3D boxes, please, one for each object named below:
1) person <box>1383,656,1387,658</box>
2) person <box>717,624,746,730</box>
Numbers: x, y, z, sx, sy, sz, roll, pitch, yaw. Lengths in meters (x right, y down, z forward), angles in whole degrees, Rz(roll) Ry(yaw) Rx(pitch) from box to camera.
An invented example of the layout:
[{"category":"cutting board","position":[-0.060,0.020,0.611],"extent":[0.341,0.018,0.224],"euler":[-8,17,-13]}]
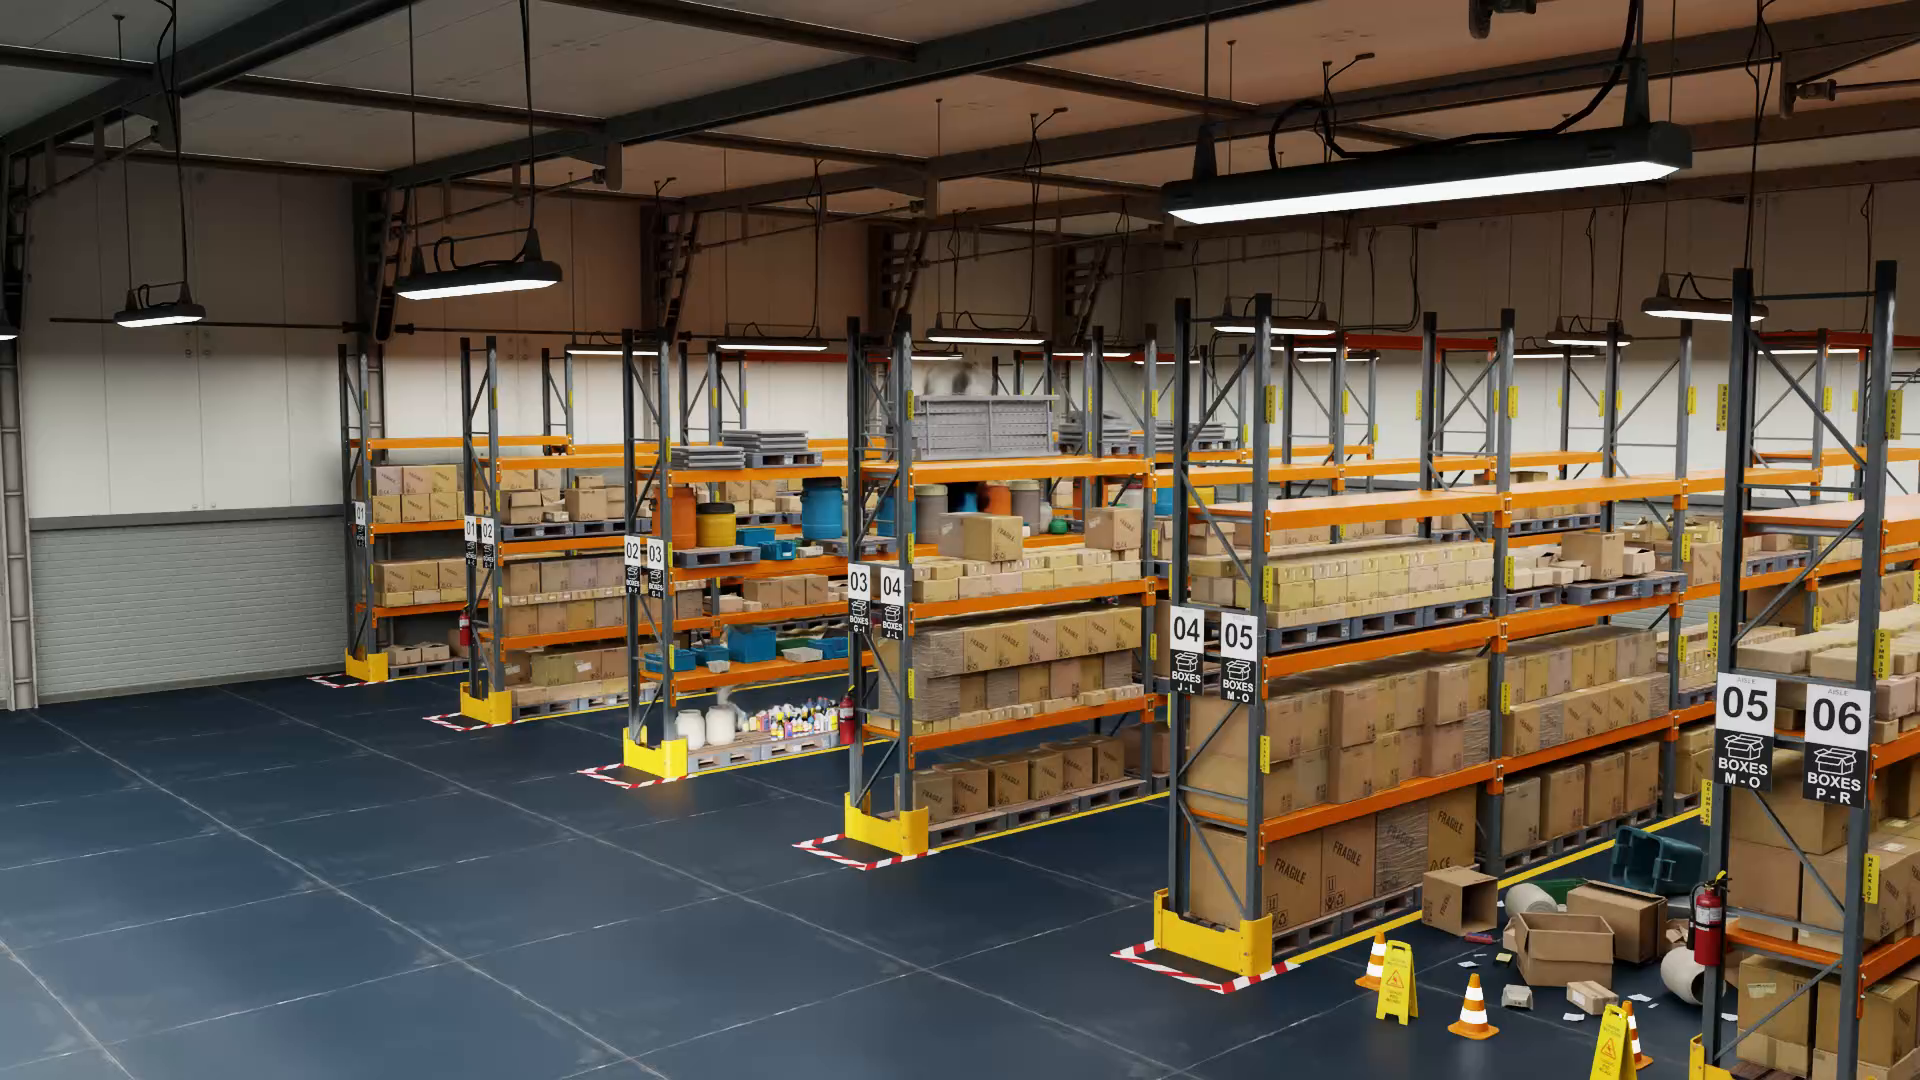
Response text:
[{"category":"person","position":[5.917,2.285,22.738],"extent":[0.654,1.711,0.897],"euler":[5,7,42]},{"category":"person","position":[-3.542,2.095,25.079],"extent":[0.545,1.664,0.649],"euler":[-4,7,-41]}]
